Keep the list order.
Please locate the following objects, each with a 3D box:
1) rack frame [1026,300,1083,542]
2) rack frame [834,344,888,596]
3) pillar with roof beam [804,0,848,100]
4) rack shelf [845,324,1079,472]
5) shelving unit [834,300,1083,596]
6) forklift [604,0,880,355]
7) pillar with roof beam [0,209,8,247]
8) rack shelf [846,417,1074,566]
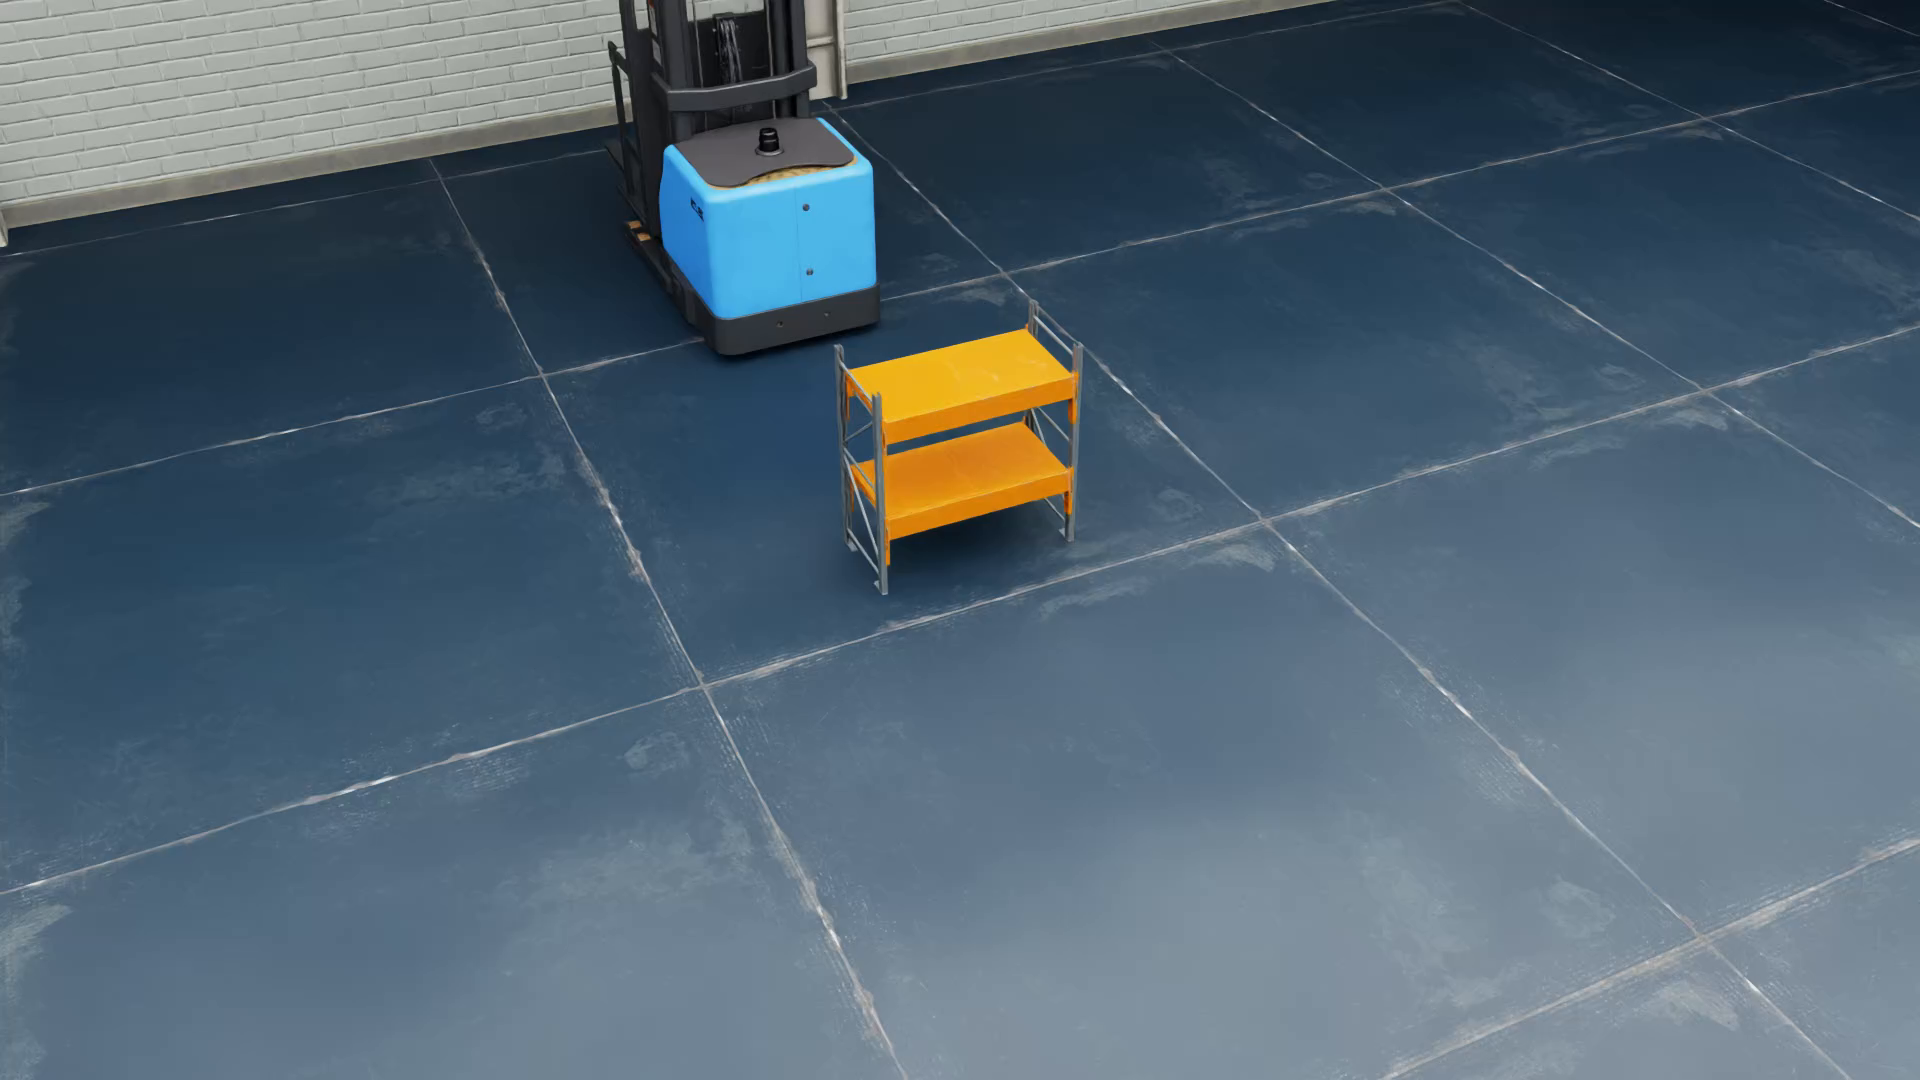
[{"bbox_3d":[0.454,-0.579,8.229,0.032,1.125,0.500,-16,39,-20],"label":"rack frame"},{"bbox_3d":[-0.466,-0.321,7.882,0.032,1.125,0.500,-16,39,-20],"label":"rack frame"},{"bbox_3d":[0.703,-4.797,7.307,0.400,9.000,9.100,-16,39,-20],"label":"pillar with roof beam"},{"bbox_3d":[-0.006,-0.685,7.881,1.000,0.278,0.538,-16,39,-20],"label":"rack shelf"},{"bbox_3d":[-0.006,-0.450,8.056,1.048,1.125,0.538,-16,39,-20],"label":"shelving unit"},{"bbox_3d":[-1.579,-3.125,10.146,1.130,2.935,3.031,-16,39,-20],"label":"forklift"},{"bbox_3d":[-4.729,-3.279,5.260,0.400,9.000,9.100,-16,39,-20],"label":"pillar with roof beam"},{"bbox_3d":[-0.006,-0.254,8.201,1.000,0.278,0.538,-16,39,-20],"label":"rack shelf"}]
